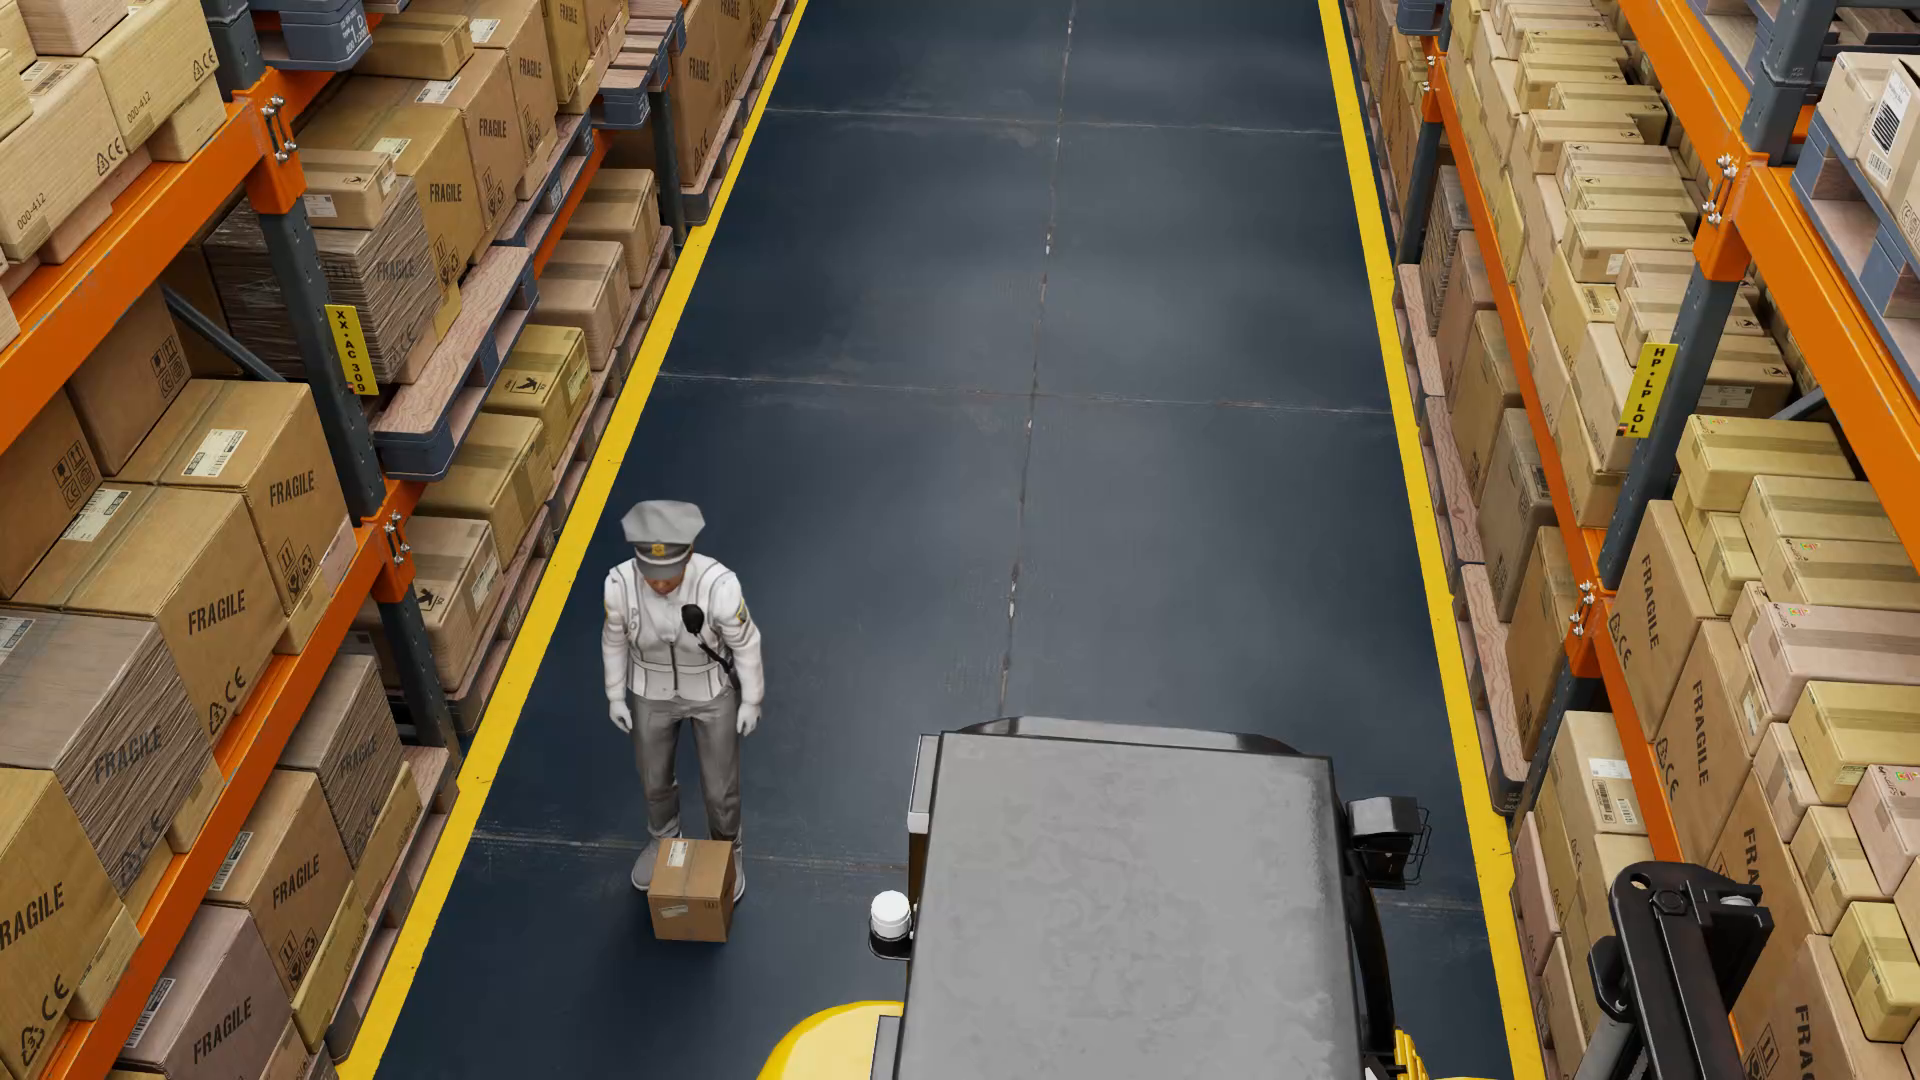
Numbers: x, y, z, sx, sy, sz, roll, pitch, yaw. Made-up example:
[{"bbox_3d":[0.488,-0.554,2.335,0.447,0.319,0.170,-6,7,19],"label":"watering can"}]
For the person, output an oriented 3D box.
[{"bbox_3d":[-0.915,0.543,5.521,0.531,1.653,0.414,1,40,2],"label":"person"}]
